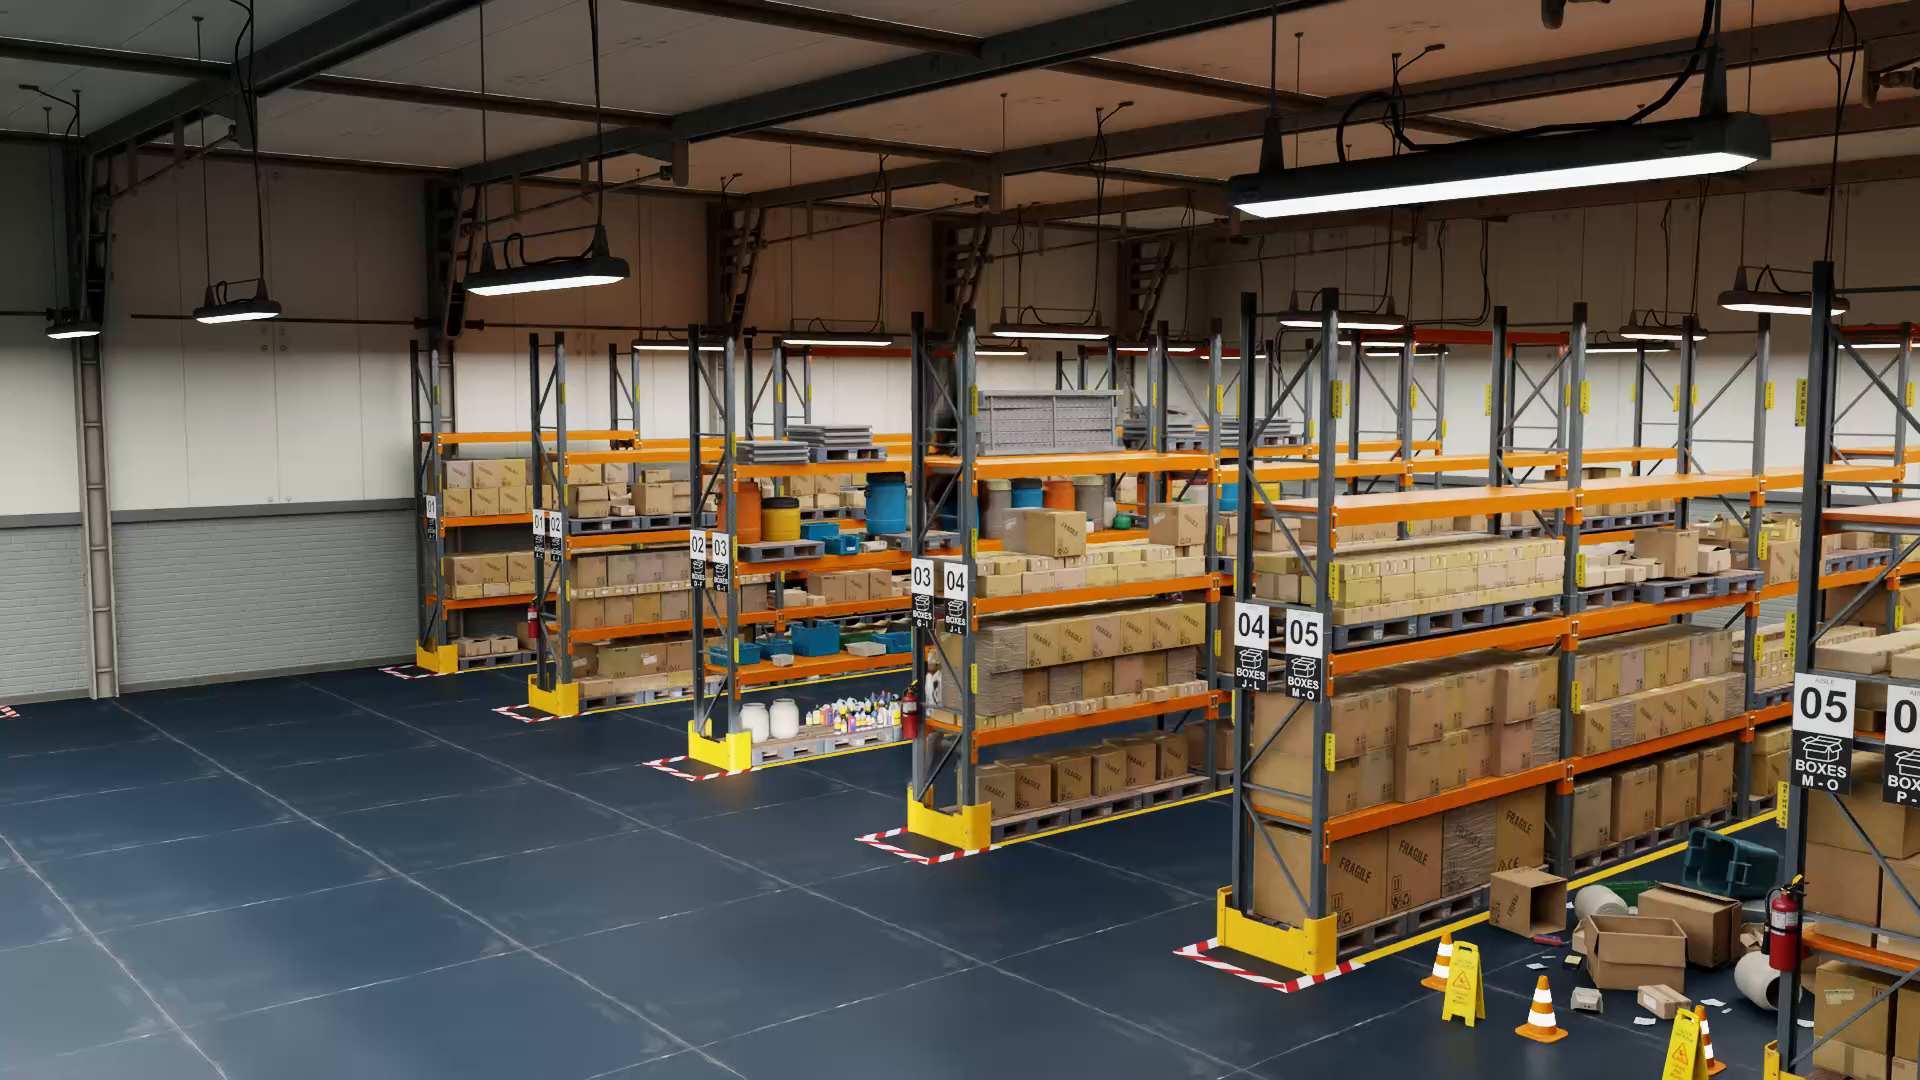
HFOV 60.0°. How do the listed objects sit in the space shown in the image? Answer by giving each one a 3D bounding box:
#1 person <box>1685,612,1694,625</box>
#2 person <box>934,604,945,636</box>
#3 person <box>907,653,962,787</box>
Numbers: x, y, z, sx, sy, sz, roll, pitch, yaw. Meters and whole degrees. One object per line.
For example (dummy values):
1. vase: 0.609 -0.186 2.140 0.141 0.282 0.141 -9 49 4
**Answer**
1. person: 13.722 1.479 31.695 0.617 1.616 0.966 1 5 6
2. person: -0.228 1.523 27.723 0.506 1.637 0.651 4 7 37
3. person: -0.248 2.248 21.090 0.960 1.694 0.600 -4 7 -37
